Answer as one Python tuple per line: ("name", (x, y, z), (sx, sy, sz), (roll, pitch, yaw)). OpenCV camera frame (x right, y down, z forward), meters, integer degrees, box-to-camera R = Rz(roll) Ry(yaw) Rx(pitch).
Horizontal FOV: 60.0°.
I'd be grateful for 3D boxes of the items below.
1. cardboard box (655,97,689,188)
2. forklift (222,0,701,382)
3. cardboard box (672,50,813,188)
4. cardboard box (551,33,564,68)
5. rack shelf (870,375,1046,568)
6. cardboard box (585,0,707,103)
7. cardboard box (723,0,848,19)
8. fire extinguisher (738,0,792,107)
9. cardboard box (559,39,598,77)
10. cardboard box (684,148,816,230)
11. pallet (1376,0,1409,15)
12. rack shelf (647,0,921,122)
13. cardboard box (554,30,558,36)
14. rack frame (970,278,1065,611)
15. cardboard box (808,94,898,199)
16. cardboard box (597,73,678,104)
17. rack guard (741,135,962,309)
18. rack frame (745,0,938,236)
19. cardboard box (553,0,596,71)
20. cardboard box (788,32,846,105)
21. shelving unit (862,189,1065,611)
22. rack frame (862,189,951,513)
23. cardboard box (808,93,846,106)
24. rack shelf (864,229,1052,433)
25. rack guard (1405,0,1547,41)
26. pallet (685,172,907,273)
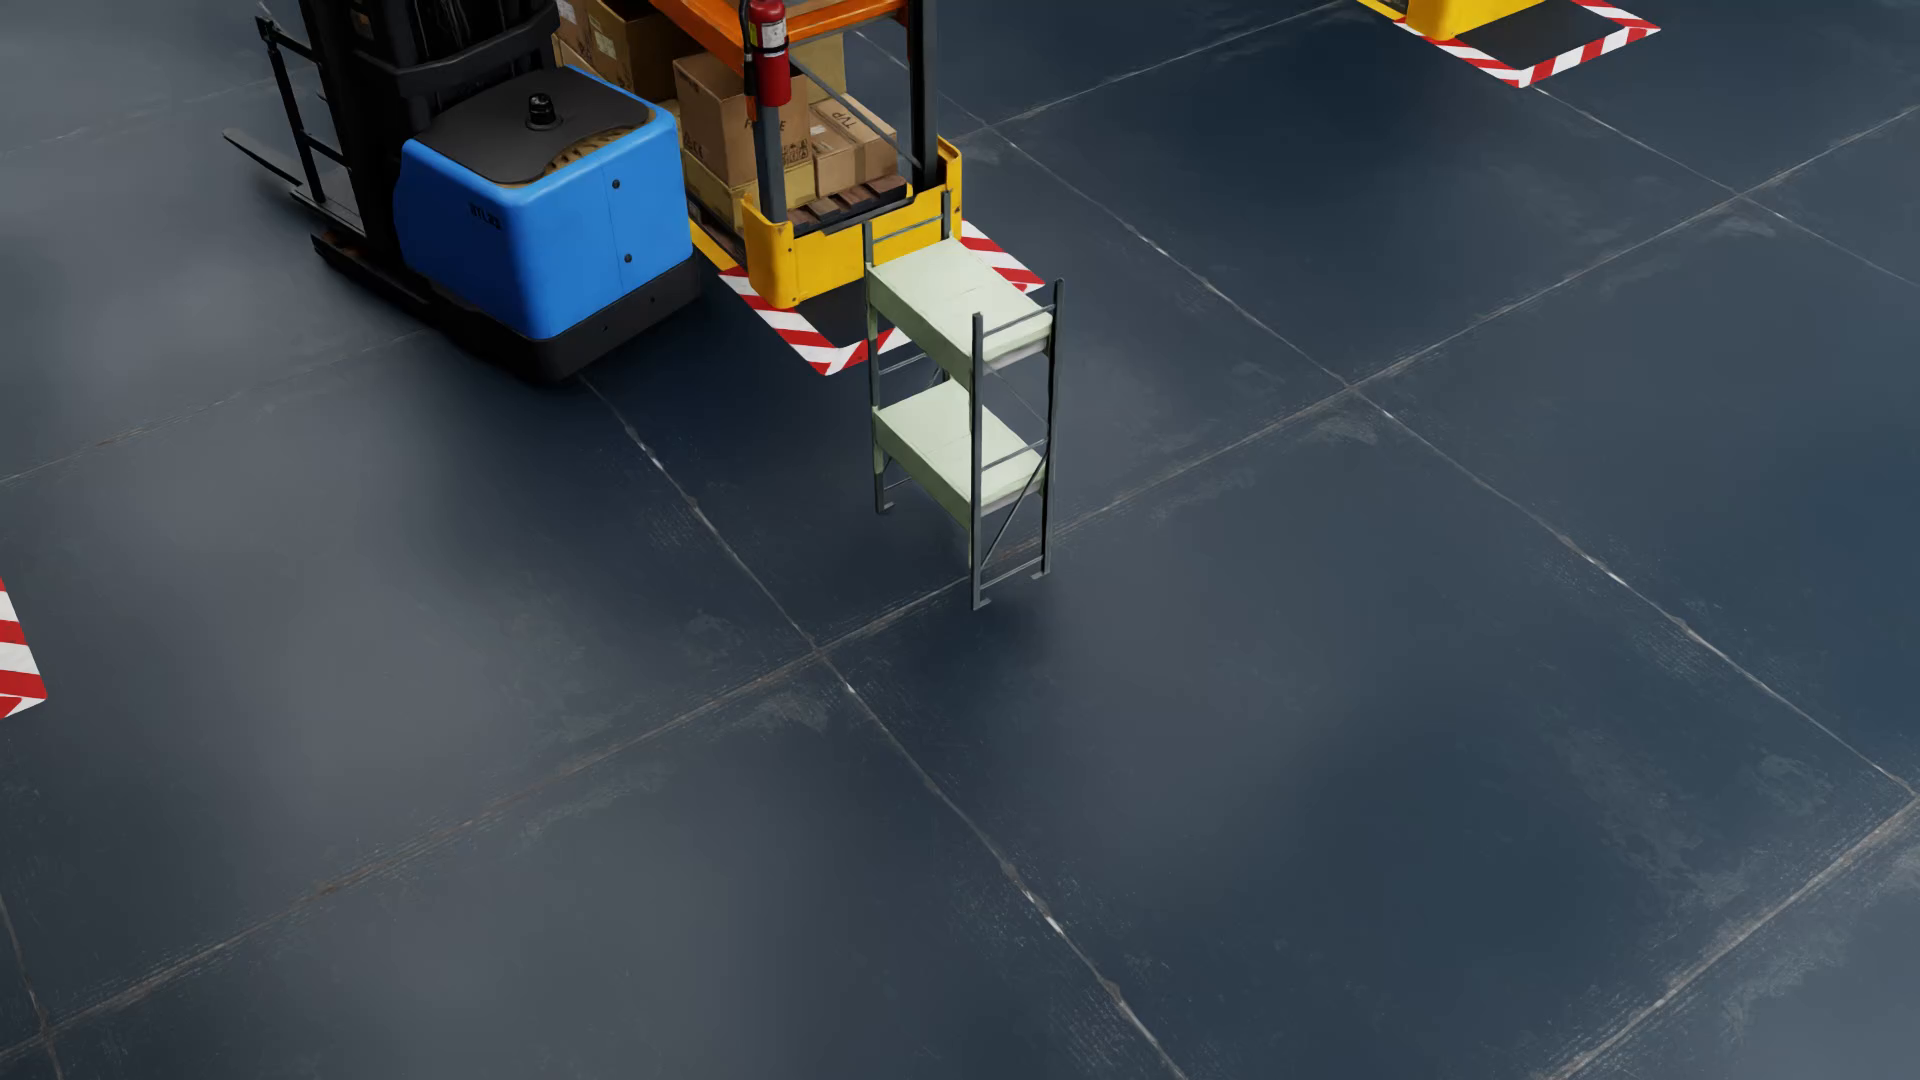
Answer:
("cardboard box", (-1.402, -2.208, 9.069), (0.500, 0.250, 0.500), (-26, 49, -24))
("forklift", (-2.766, -2.684, 7.930), (3.031, 2.935, 1.130), (30, 51, 28))
("cardboard box", (-1.108, -2.200, 8.517), (0.500, 0.500, 0.500), (-26, 49, -24))
("cardboard box", (-2.265, -3.055, 9.956), (0.500, 0.250, 0.500), (-26, 49, -24))
("rack shelf", (0.004, -0.303, 6.944), (0.431, 0.370, 0.720), (-26, 49, -24))
("cardboard box", (-1.692, -2.760, 9.104), (0.500, 0.500, 0.500), (-26, 49, -24))
("cardboard box", (-0.814, -2.891, 8.024), (0.700, 0.500, 0.500), (-26, 49, -24))
("fire extinguisher", (-0.871, -2.307, 7.541), (0.296, 0.674, 0.183), (-26, 49, -24))
("cardboard box", (-1.974, -2.774, 9.662), (0.500, 0.250, 0.500), (-26, 49, -24))
("cardboard box", (-1.106, -1.929, 8.777), (0.500, 0.250, 0.500), (-26, 49, -24))
("pallet", (2.965, -4.018, 11.297), (1.003, 0.211, 1.213), (-26, 49, -24))
("rack shelf", (-1.701, -3.458, 9.211), (1.077, 0.370, 4.000), (-26, 49, -24))
("cardboard box", (-2.265, -3.326, 9.697), (0.500, 0.500, 0.500), (-26, 49, -24))
("rack frame", (0.213, -0.331, 6.502), (0.400, 1.500, 0.023), (-26, 49, -24))
("cardboard box", (-0.682, -2.134, 8.991), (0.500, 0.250, 0.500), (-26, 49, -24))
("cardboard box", (-1.690, -2.490, 9.364), (0.500, 0.250, 0.500), (-26, 49, -24))
("rack guard", (-0.543, -1.667, 8.625), (1.175, 0.500, 0.348), (-26, 49, -24))
("rack frame", (-0.557, -2.585, 7.777), (1.000, 3.000, 0.127), (-26, 49, -24))
("cardboard box", (-1.977, -3.044, 9.401), (0.500, 0.500, 0.500), (-26, 49, -24))
("cardboard box", (-0.969, -2.688, 9.028), (0.500, 0.500, 0.500), (-26, 49, -24))
("shelving unit", (0.004, -0.539, 6.719), (0.431, 1.500, 0.755), (-26, 49, -24))
("rack frame", (-0.206, -0.746, 6.936), (0.400, 1.500, 0.023), (-26, 49, -24))
("cardboard box", (-0.971, -2.416, 9.286), (0.500, 0.250, 0.500), (-26, 49, -24))
("rack shelf", (0.004, -0.821, 6.450), (0.431, 0.370, 0.720), (-26, 49, -24))
("rack guard", (3.426, -3.660, 10.713), (1.175, 0.500, 0.348), (-26, 49, -24))
("pallet", (-1.029, -1.993, 9.176), (1.003, 0.211, 1.213), (-26, 49, -24))
